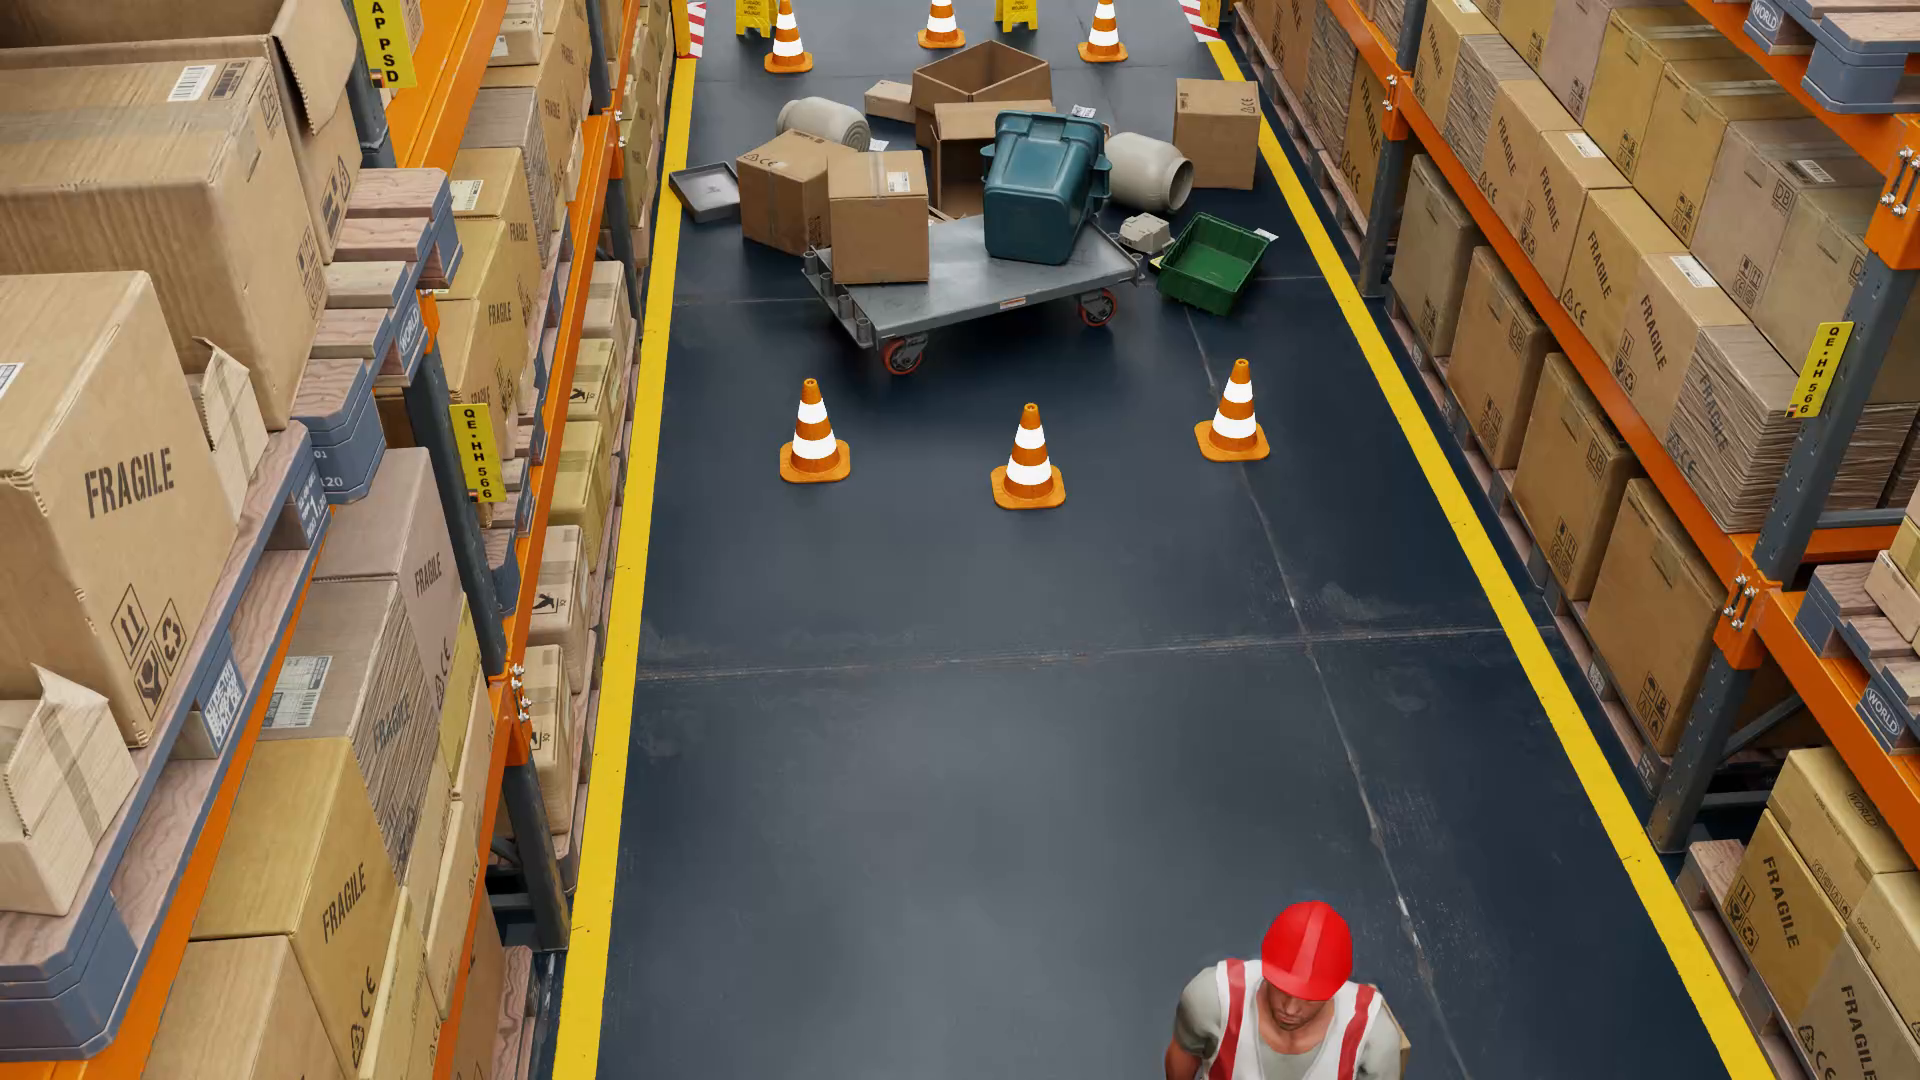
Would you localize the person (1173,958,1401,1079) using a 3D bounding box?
[{"bbox_3d":[0.764,1.678,4.256,0.537,1.600,0.592,6,39,8],"label":"person"}]
